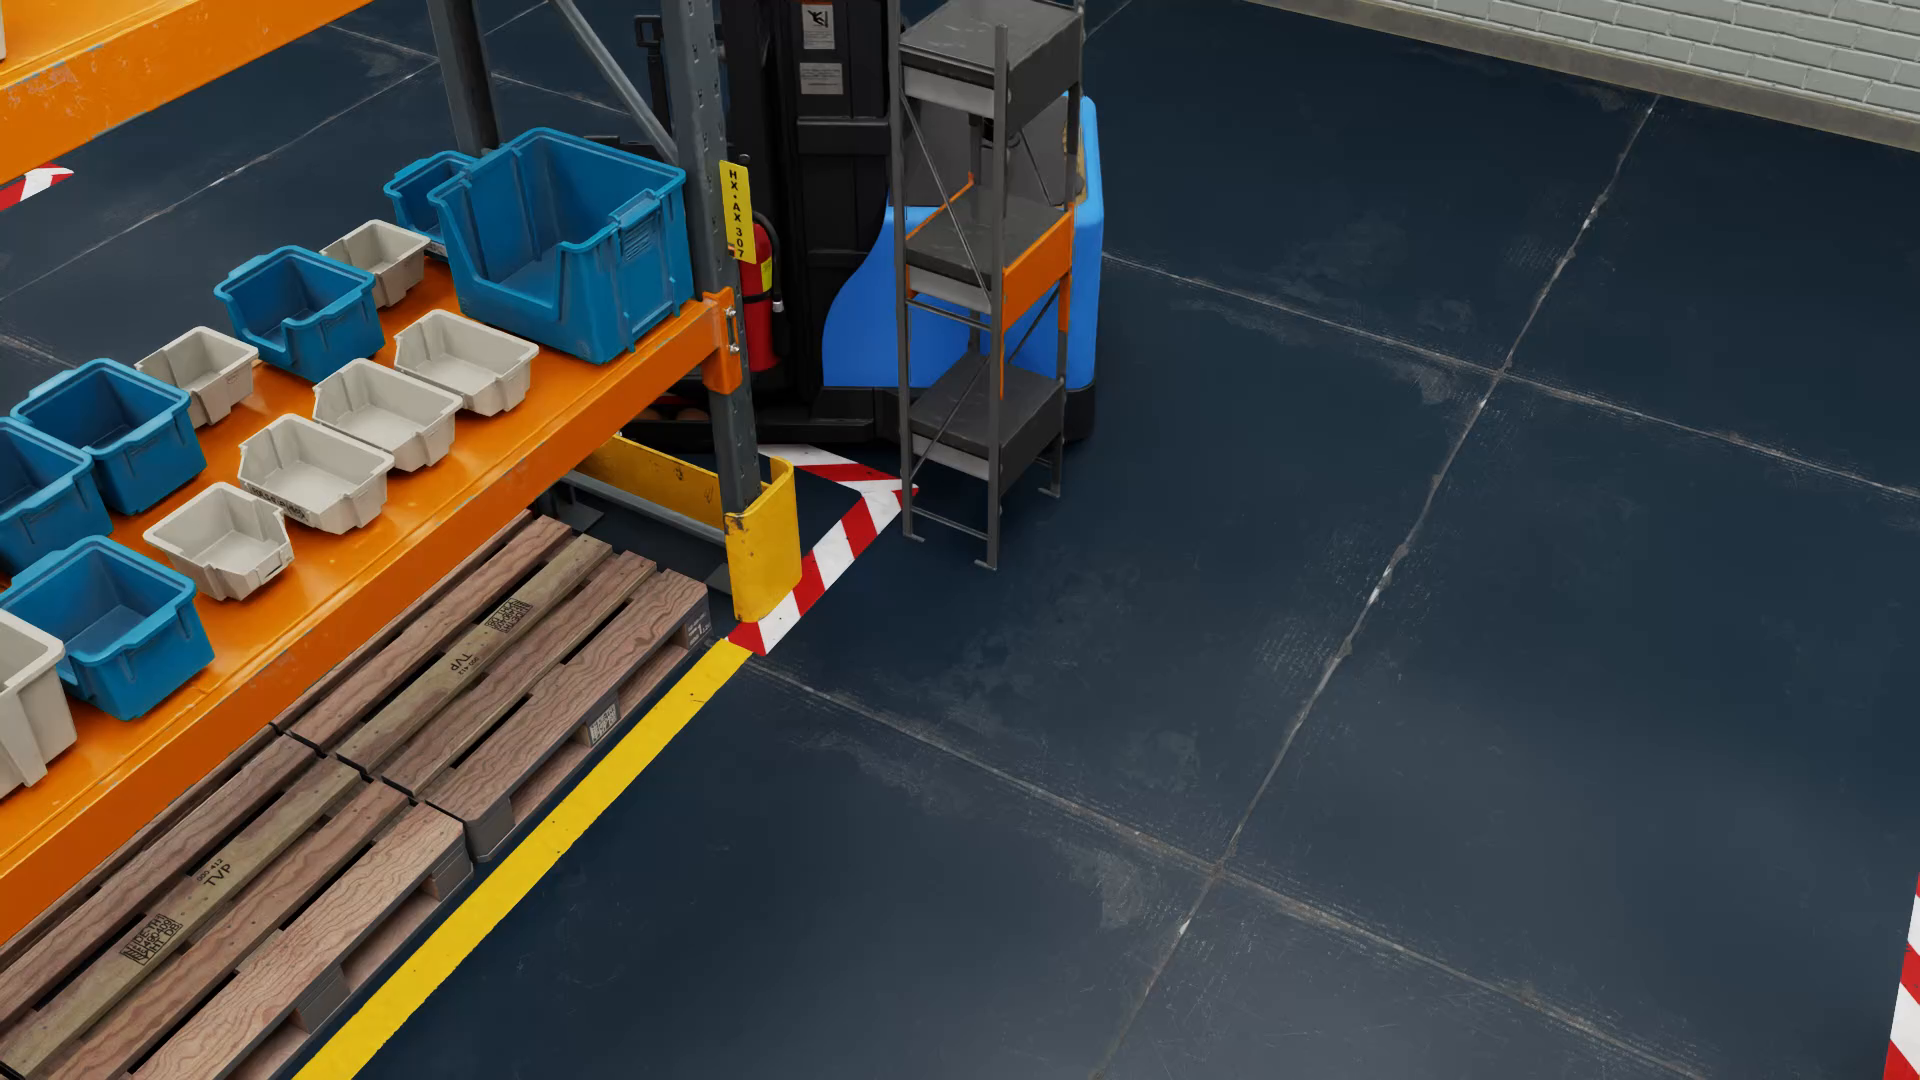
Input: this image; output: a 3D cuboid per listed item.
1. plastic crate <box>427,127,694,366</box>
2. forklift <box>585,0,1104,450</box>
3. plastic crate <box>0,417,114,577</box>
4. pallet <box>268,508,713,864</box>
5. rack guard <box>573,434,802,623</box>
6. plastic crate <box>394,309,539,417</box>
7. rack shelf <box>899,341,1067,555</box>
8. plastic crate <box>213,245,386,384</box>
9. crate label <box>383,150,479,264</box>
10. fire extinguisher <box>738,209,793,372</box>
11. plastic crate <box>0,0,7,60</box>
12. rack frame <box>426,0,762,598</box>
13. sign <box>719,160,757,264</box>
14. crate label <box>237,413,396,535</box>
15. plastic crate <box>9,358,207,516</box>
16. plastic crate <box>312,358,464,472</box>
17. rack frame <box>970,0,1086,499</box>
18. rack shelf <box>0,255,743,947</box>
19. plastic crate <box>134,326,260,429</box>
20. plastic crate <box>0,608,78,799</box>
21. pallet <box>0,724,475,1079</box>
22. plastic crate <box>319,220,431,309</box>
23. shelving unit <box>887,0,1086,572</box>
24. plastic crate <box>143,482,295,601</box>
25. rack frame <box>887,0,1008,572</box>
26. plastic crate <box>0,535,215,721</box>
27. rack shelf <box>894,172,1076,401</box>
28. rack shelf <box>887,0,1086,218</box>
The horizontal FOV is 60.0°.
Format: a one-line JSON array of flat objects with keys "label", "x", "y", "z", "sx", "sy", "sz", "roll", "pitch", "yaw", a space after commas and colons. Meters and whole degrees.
[{"label": "plastic crate", "x": -1.153, "y": -0.870, "z": 4.897, "sx": 0.616, "sy": 0.435, "sz": 0.499, "roll": 21, "pitch": 45, "yaw": 22}, {"label": "forklift", "x": -0.968, "y": -1.809, "z": 6.086, "sx": 3.031, "sy": 2.935, "sz": 1.130, "roll": 1, "pitch": 41, "yaw": 1}, {"label": "plastic crate", "x": -2.365, "y": -0.090, "z": 4.164, "sx": 0.416, "sy": 0.233, "sz": 0.300, "roll": 21, "pitch": 45, "yaw": 22}, {"label": "pallet", "x": -1.593, "y": 0.418, "z": 5.616, "sx": 1.003, "sy": 0.211, "sz": 1.213, "roll": 21, "pitch": 45, "yaw": 22}, {"label": "rack guard", "x": -1.146, "y": -0.168, "z": 6.062, "sx": 1.175, "sy": 0.500, "sz": 0.348, "roll": 21, "pitch": 45, "yaw": 22}, {"label": "plastic crate", "x": -1.398, "y": -0.485, "z": 4.685, "sx": 0.396, "sy": 0.136, "sz": 0.243, "roll": 21, "pitch": 45, "yaw": 22}, {"label": "rack shelf", "x": 0.087, "y": -0.344, "z": 6.132, "sx": 0.431, "sy": 0.518, "sz": 0.480, "roll": 22, "pitch": 46, "yaw": 23}, {"label": "plastic crate", "x": -1.885, "y": -0.639, "z": 4.787, "sx": 0.416, "sy": 0.233, "sz": 0.300, "roll": 21, "pitch": 45, "yaw": 22}, {"label": "crate label", "x": -1.556, "y": -1.015, "z": 5.214, "sx": 0.416, "sy": 0.233, "sz": 0.303, "roll": 21, "pitch": 45, "yaw": 22}, {"label": "fire extinguisher", "x": -0.678, "y": -0.855, "z": 5.292, "sx": 0.296, "sy": 0.674, "sz": 0.183, "roll": 21, "pitch": 45, "yaw": 22}, {"label": "plastic crate", "x": -1.966, "y": -0.850, "z": 2.876, "sx": 0.437, "sy": 0.136, "sz": 0.530, "roll": 21, "pitch": 45, "yaw": 22}, {"label": "rack frame", "x": -1.147, "y": -1.088, "z": 5.216, "sx": 1.000, "sy": 3.000, "sz": 0.127, "roll": 21, "pitch": 45, "yaw": 22}, {"label": "sign", "x": -0.663, "y": -0.977, "z": 4.966, "sx": 0.100, "sy": 0.325, "sz": 0.005, "roll": 21, "pitch": 45, "yaw": 22}, {"label": "crate label", "x": -1.674, "y": -0.156, "z": 4.312, "sx": 0.396, "sy": 0.136, "sz": 0.243, "roll": 21, "pitch": 45, "yaw": 22}, {"label": "plastic crate", "x": -2.215, "y": -0.262, "z": 4.359, "sx": 0.416, "sy": 0.233, "sz": 0.300, "roll": 21, "pitch": 45, "yaw": 22}, {"label": "plastic crate", "x": -1.556, "y": -0.324, "z": 4.502, "sx": 0.396, "sy": 0.136, "sz": 0.243, "roll": 21, "pitch": 45, "yaw": 22}, {"label": "rack frame", "x": 0.212, "y": -1.018, "z": 5.817, "sx": 0.400, "sy": 2.100, "sz": 0.015, "roll": 22, "pitch": 46, "yaw": 23}, {"label": "rack shelf", "x": -2.148, "y": 0.326, "z": 4.154, "sx": 1.077, "sy": 0.370, "sz": 4.000, "roll": 21, "pitch": 45, "yaw": 22}, {"label": "plastic crate", "x": -2.127, "y": -0.435, "z": 4.628, "sx": 0.250, "sy": 0.136, "sz": 0.298, "roll": 21, "pitch": 45, "yaw": 22}, {"label": "plastic crate", "x": -2.225, "y": 0.410, "z": 3.559, "sx": 0.437, "sy": 0.282, "sz": 0.530, "roll": 21, "pitch": 45, "yaw": 22}, {"label": "pallet", "x": -2.205, "y": 1.113, "z": 4.826, "sx": 1.003, "sy": 0.211, "sz": 1.213, "roll": 21, "pitch": 45, "yaw": 22}, {"label": "plastic crate", "x": -1.788, "y": -0.823, "z": 5.069, "sx": 0.250, "sy": 0.136, "sz": 0.298, "roll": 21, "pitch": 45, "yaw": 22}, {"label": "shelving unit", "x": 0.087, "y": -0.880, "z": 5.660, "sx": 0.431, "sy": 2.100, "sz": 0.503, "roll": 22, "pitch": 46, "yaw": 23}, {"label": "plastic crate", "x": -1.806, "y": 0.019, "z": 4.113, "sx": 0.298, "sy": 0.136, "sz": 0.250, "roll": 21, "pitch": 45, "yaw": 22}, {"label": "rack frame", "x": -0.039, "y": -0.742, "z": 5.503, "sx": 0.400, "sy": 2.100, "sz": 0.015, "roll": 22, "pitch": 46, "yaw": 23}, {"label": "plastic crate", "x": -1.953, "y": 0.212, "z": 3.821, "sx": 0.416, "sy": 0.233, "sz": 0.300, "roll": 21, "pitch": 45, "yaw": 22}, {"label": "rack shelf", "x": 0.087, "y": -0.870, "z": 5.669, "sx": 0.431, "sy": 0.518, "sz": 0.480, "roll": 22, "pitch": 46, "yaw": 23}, {"label": "rack shelf", "x": 0.087, "y": -1.395, "z": 5.207, "sx": 0.431, "sy": 0.518, "sz": 0.480, "roll": 22, "pitch": 46, "yaw": 23}]
